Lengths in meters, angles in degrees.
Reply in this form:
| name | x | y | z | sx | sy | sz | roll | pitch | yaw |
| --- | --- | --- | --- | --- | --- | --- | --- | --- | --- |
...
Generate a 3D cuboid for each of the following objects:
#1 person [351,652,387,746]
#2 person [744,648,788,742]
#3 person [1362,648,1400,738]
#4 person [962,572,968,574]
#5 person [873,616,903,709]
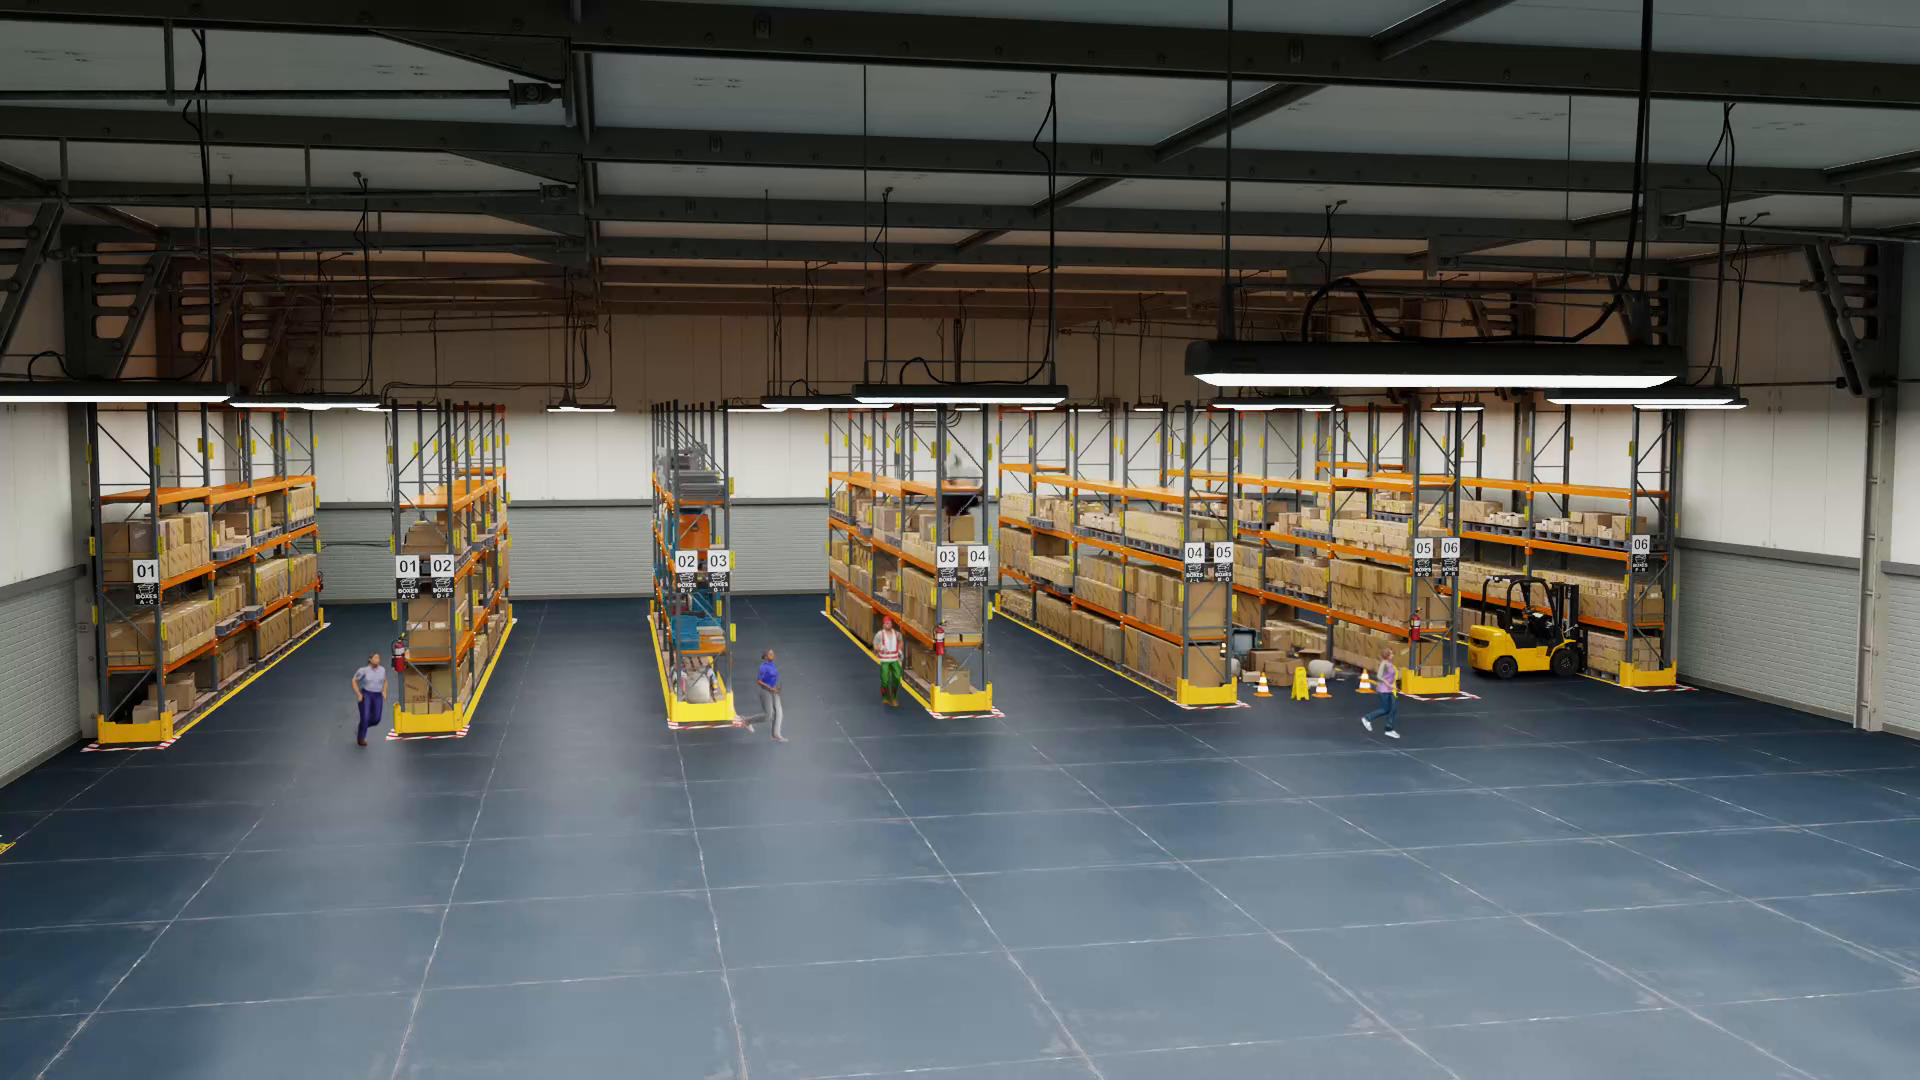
| name | x | y | z | sx | sy | sz | roll | pitch | yaw |
| --- | --- | --- | --- | --- | --- | --- | --- | --- | --- |
| person | -10.295 | 2.756 | 29.033 | 0.647 | 1.592 | 0.548 | -4 | 6 | -43 |
| person | -3.395 | 2.718 | 29.197 | 0.801 | 1.643 | 0.589 | 1 | 5 | 18 |
| person | 7.542 | 2.709 | 29.661 | 0.680 | 1.595 | 0.566 | 3 | 5 | 33 |
| person | 0.003 | 1.226 | 49.099 | 0.758 | 1.592 | 0.723 | 2 | 5 | 25 |
| person | -1.370 | 2.388 | 32.455 | 0.642 | 1.807 | 0.677 | -1 | 4 | -14 |
